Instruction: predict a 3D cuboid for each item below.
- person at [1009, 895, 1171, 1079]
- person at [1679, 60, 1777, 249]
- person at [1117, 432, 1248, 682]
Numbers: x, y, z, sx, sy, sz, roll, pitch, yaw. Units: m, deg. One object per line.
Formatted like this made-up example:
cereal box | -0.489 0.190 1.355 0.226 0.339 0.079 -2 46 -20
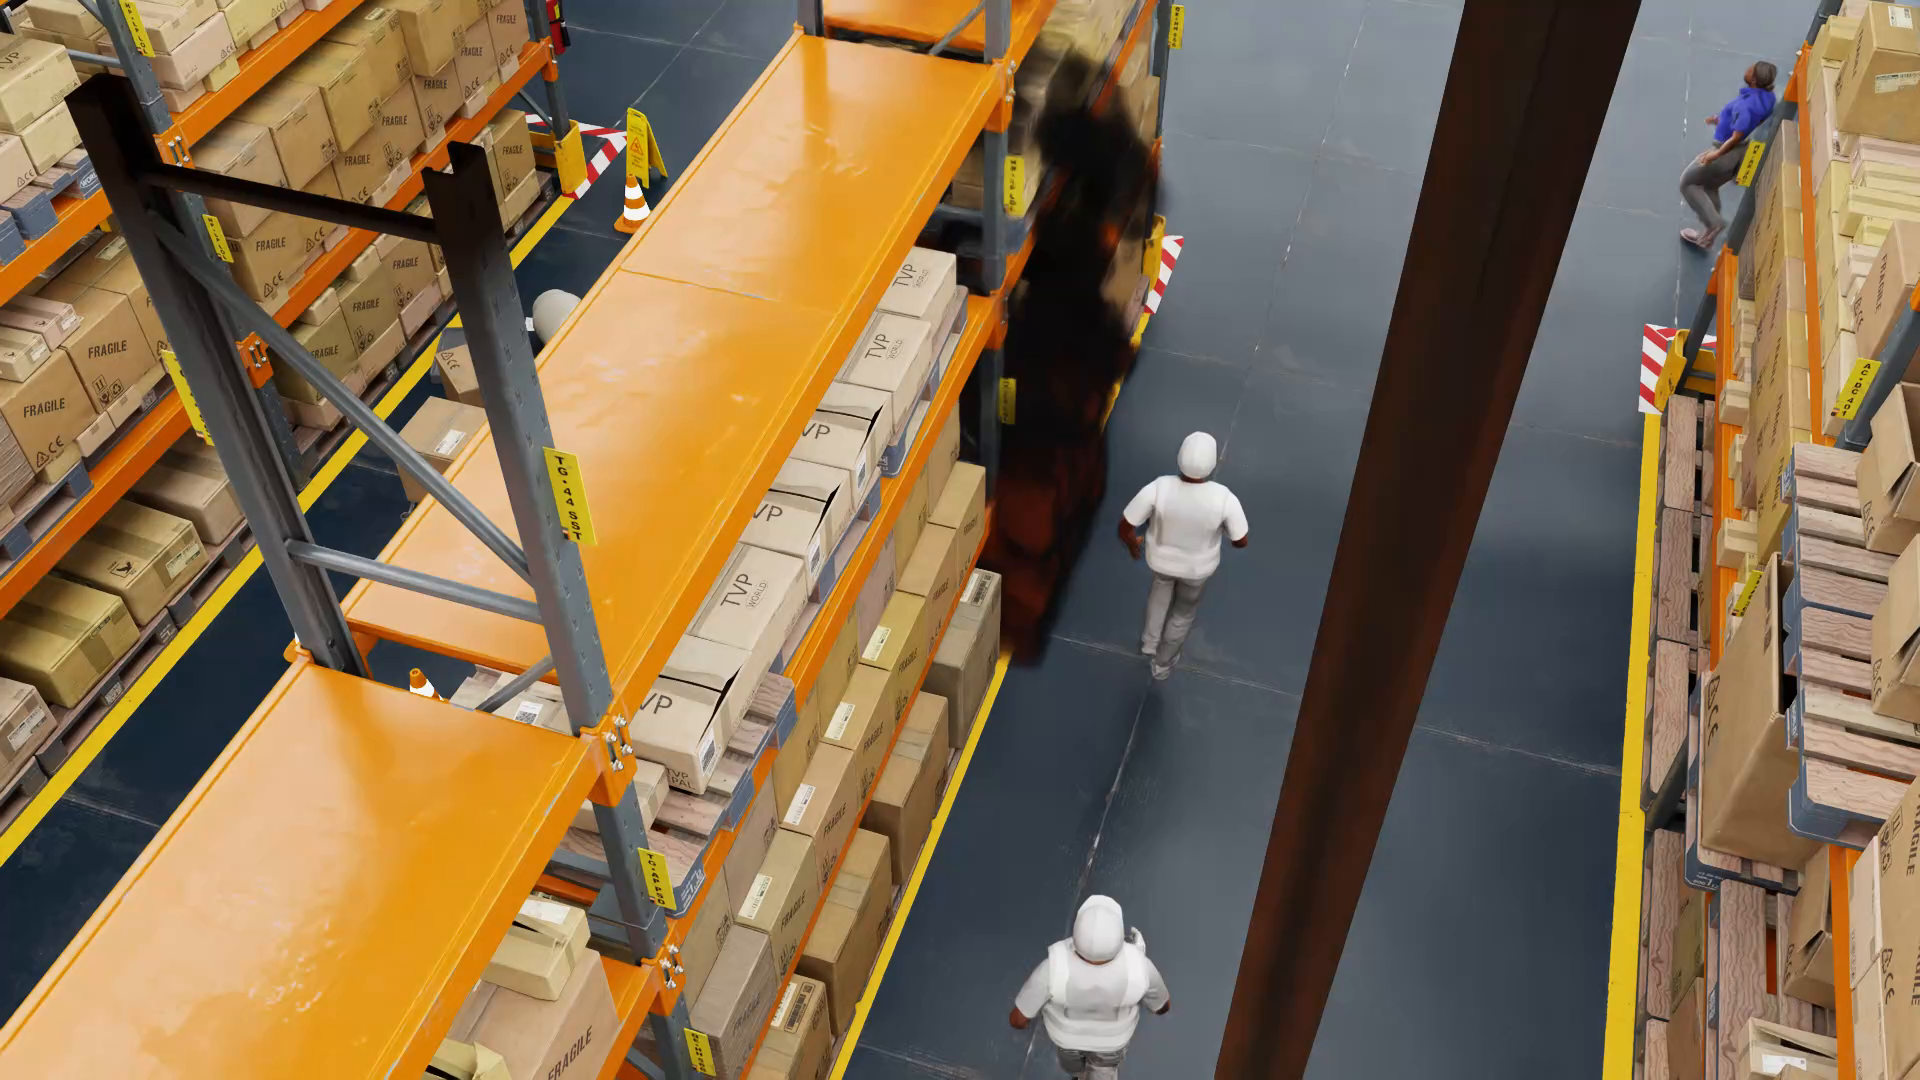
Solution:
person | 0.571 2.114 7.410 0.682 1.779 0.859 4 46 4
person | 5.936 -3.007 12.934 0.594 1.597 0.555 -22 50 -20
person | 1.277 0.068 9.464 0.698 1.772 0.579 14 47 14
